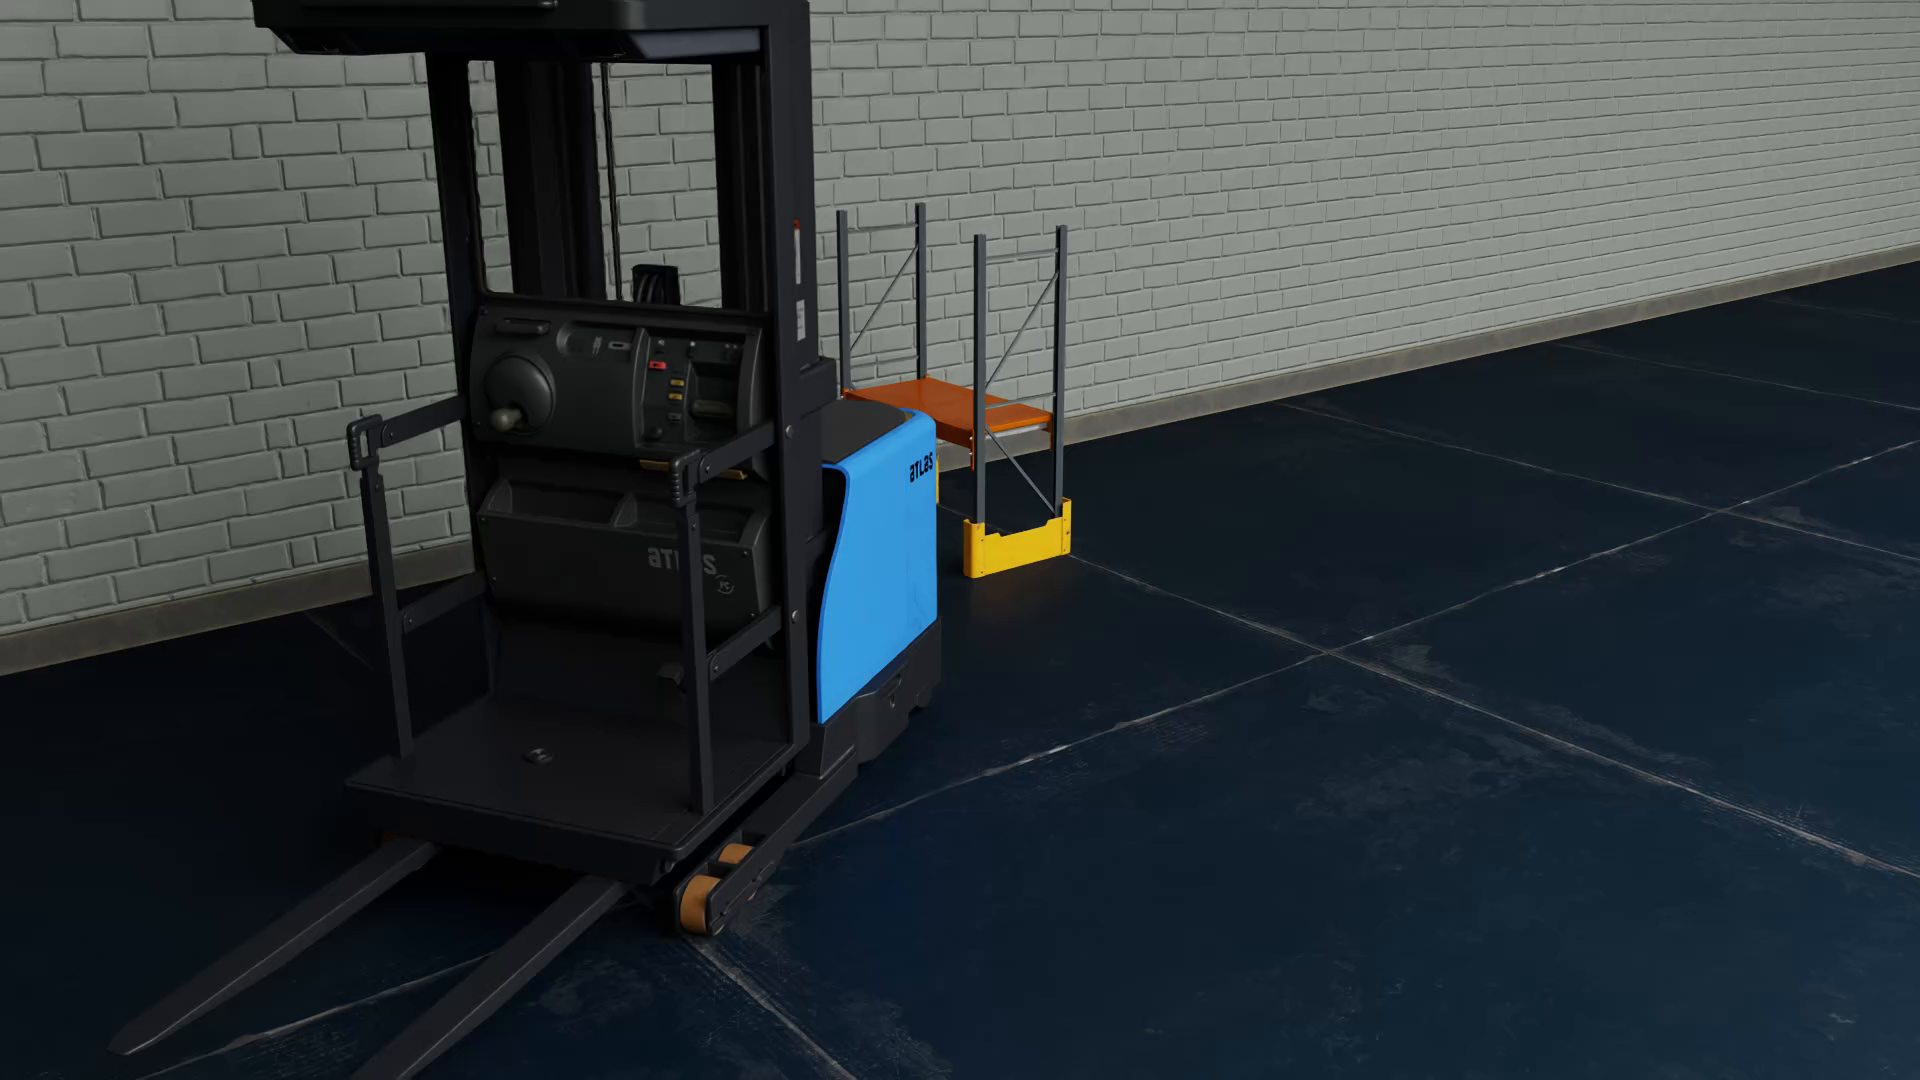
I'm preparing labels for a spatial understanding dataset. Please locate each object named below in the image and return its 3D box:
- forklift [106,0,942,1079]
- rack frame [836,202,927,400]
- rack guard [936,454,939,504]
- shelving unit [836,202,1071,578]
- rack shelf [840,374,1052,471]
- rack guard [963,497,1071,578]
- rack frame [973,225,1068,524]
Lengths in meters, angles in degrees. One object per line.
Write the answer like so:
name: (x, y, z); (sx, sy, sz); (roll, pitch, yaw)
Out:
forklift: (-1.064, -0.449, 4.556); (1.130, 2.935, 3.031); (7, 19, 20)
rack frame: (-0.369, -0.858, 8.069); (0.500, 1.500, 0.032); (-14, 23, -36)
rack guard: (-0.357, -0.260, 8.251); (0.587, 0.250, 0.087); (-14, 23, -36)
shelving unit: (-0.047, -0.731, 7.683); (0.587, 1.500, 1.083); (-14, 23, -36)
rack shelf: (-0.053, -0.562, 7.747); (0.538, 0.185, 1.000); (-14, 23, -36)
rack guard: (0.262, -0.015, 7.509); (0.587, 0.250, 0.087); (-14, 23, -36)
rack frame: (0.263, -0.608, 7.312); (0.500, 1.500, 0.032); (-14, 23, -36)
